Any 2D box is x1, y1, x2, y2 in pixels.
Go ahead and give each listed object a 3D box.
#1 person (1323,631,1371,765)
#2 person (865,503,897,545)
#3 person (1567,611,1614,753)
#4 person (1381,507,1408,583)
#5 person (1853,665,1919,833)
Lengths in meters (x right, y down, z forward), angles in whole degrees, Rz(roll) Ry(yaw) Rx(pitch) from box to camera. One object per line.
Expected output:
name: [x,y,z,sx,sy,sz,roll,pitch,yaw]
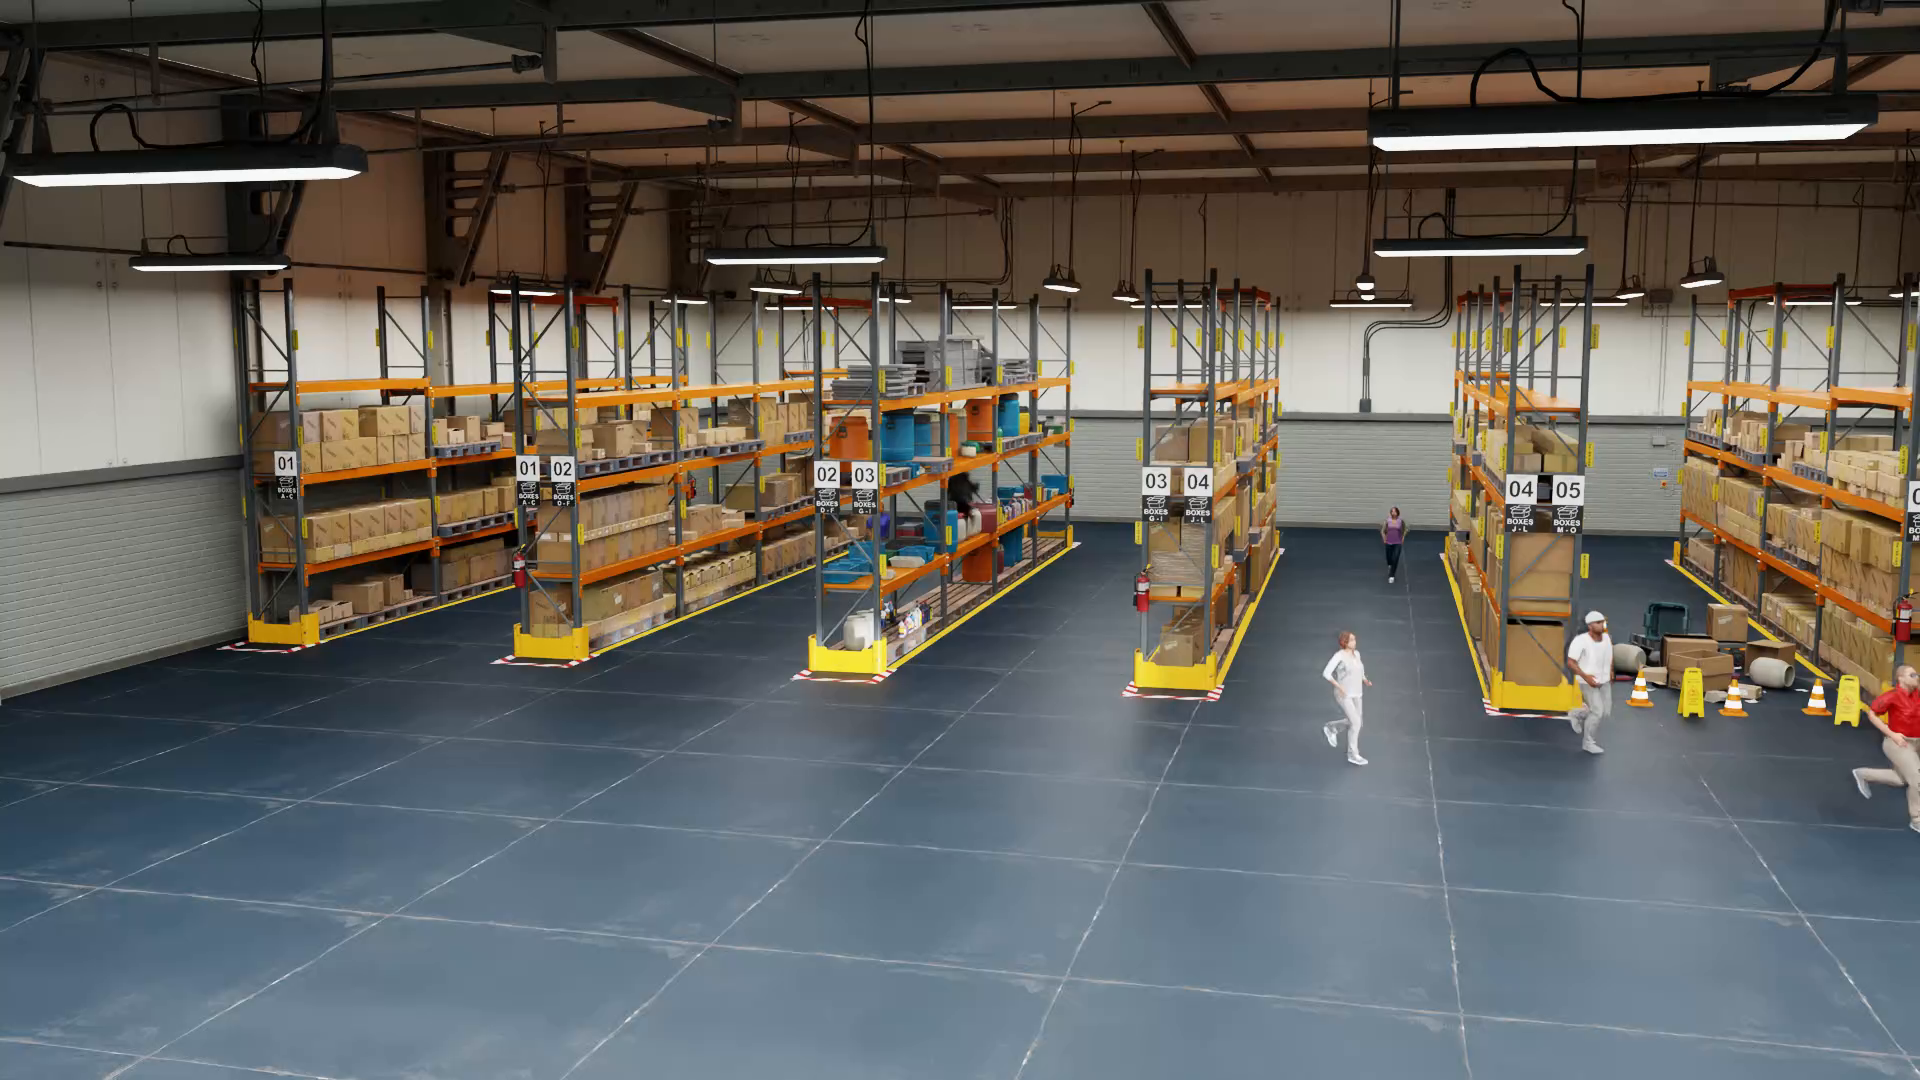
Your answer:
person: [4.594,1.856,19.849,0.546,1.559,0.730,-5,8,-35]
person: [-1.534,0.128,31.736,0.572,1.739,0.686,1,7,12]
person: [7.706,1.717,20.350,0.705,1.737,0.664,-3,7,-23]
person: [9.059,0.084,34.708,0.546,1.575,0.691,2,7,16]
person: [9.713,2.138,17.194,0.647,1.717,0.983,-5,8,-35]
